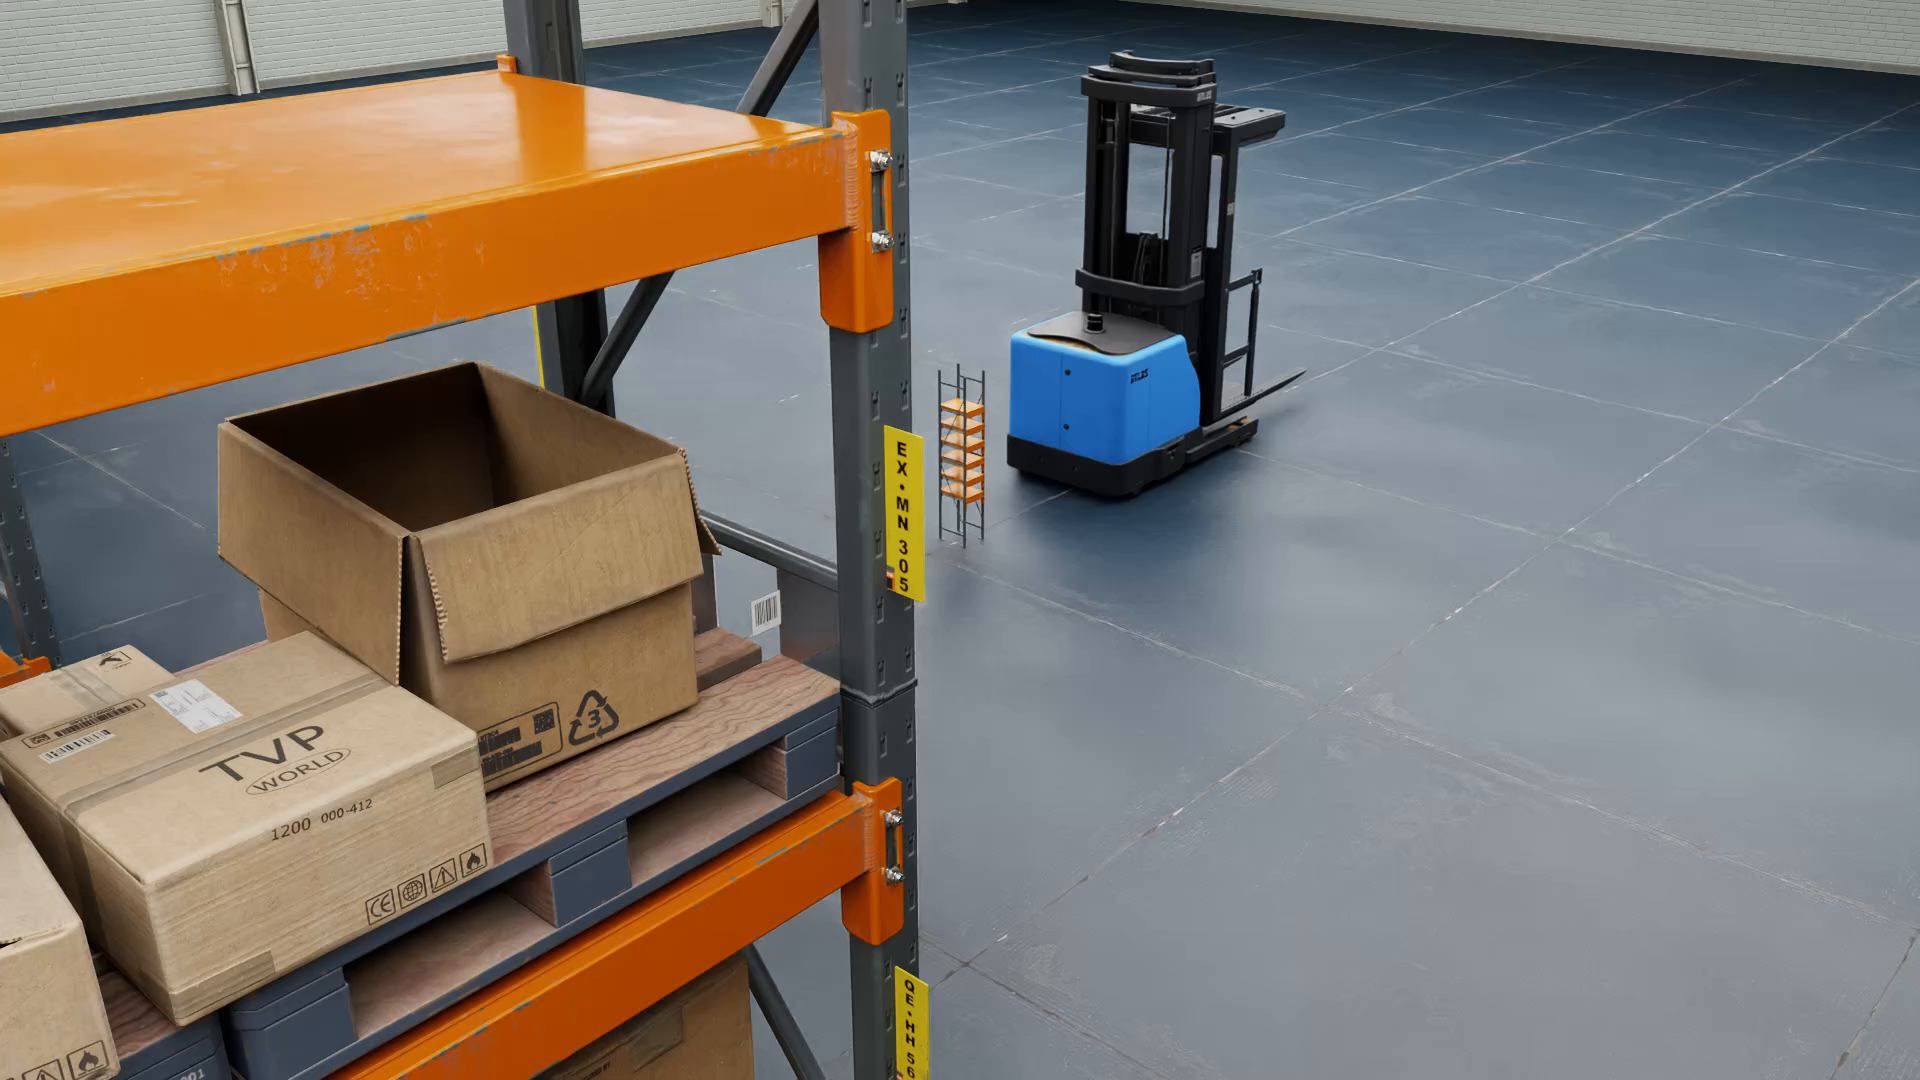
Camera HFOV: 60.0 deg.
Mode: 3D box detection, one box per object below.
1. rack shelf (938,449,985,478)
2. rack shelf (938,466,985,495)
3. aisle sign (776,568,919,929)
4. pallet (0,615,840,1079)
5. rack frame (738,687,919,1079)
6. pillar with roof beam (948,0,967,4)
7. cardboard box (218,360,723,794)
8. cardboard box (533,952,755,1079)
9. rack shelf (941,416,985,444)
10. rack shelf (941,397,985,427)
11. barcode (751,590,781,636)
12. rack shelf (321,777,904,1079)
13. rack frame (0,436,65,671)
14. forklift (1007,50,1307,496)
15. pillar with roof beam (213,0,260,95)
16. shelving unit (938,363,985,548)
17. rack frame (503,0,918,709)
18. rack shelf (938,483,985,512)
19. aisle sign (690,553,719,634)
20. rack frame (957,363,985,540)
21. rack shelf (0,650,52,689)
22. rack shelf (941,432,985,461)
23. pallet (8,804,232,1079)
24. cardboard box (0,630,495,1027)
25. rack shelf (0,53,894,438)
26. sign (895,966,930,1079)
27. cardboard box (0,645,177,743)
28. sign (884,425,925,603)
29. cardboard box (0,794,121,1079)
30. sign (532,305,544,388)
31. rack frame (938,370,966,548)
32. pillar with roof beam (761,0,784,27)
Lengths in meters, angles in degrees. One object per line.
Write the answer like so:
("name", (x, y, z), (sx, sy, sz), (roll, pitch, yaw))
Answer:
("rack shelf", (0.010, -0.511, 11.033), (0.258, 0.103, 0.180), (20, 31, 38))
("rack shelf", (0.010, -0.402, 11.082), (0.258, 0.103, 0.180), (20, 31, 38))
("aisle sign", (-0.236, 0.412, 3.487), (0.394, 0.787, 0.004), (20, 31, 38))
("pallet", (-0.989, 0.418, 3.093), (1.003, 0.211, 1.213), (20, 31, 38))
("rack frame", (-0.498, 1.538, 4.153), (1.000, 3.000, 0.127), (20, 31, 38))
("pillar with roof beam", (3.141, -15.964, 35.856), (9.100, 9.000, 0.400), (20, 31, 38))
("cardboard box", (-0.885, 0.041, 3.016), (0.637, 0.503, 0.797), (-22, 32, -39))
("cardboard box", (-0.855, 1.055, 3.522), (0.700, 0.500, 0.500), (20, 31, 38))
("rack shelf", (0.010, -0.730, 10.934), (0.258, 0.103, 0.180), (20, 31, 38))
("rack shelf", (0.010, -0.840, 10.885), (0.258, 0.103, 0.180), (20, 31, 38))
("barcode", (-0.340, 0.128, 2.922), (0.001, 0.075, 0.075), (20, 31, 38))
("rack shelf", (-1.833, 1.107, 2.328), (1.077, 0.370, 4.000), (20, 31, 38))
("rack frame", (-4.184, 0.184, 7.172), (1.000, 3.000, 0.127), (20, 31, 38))
("forklift", (1.677, -2.175, 12.519), (1.130, 2.935, 3.031), (19, 30, 36))
("pillar with roof beam", (-8.873, -10.480, 23.625), (9.100, 9.000, 0.400), (20, 31, 38))
("shelving unit", (0.010, -0.552, 11.014), (0.258, 1.200, 0.189), (20, 31, 38))
("rack frame", (-0.498, -1.199, 2.926), (1.000, 3.000, 0.127), (20, 31, 38))
("rack shelf", (0.010, -0.292, 11.131), (0.258, 0.103, 0.180), (20, 31, 38))
("aisle sign", (-0.682, 0.248, 3.852), (0.394, 0.787, 0.004), (20, 31, 38))
("rack frame", (0.071, -0.580, 11.077), (0.240, 1.200, 0.006), (20, 31, 38))
("rack shelf", (-5.519, 1.122, 5.960), (1.077, 0.370, 4.000), (20, 31, 38))
("rack shelf", (0.010, -0.621, 10.983), (0.258, 0.103, 0.180), (20, 31, 38))
("pallet", (-1.803, 0.792, 2.260), (1.003, 0.211, 1.213), (20, 31, 38))
("cardboard box", (-1.070, 0.405, 2.512), (0.500, 0.250, 0.500), (20, 31, 38))
("rack shelf", (-1.833, -0.079, 1.796), (1.077, 0.370, 4.000), (20, 31, 38))
("sign", (-0.103, 1.054, 3.528), (0.100, 0.325, 0.005), (20, 31, 38))
("cardboard box", (-1.415, 0.339, 2.784), (0.380, 0.149, 0.250), (20, 31, 38))
("sign", (-0.103, -0.046, 3.035), (0.100, 0.325, 0.005), (20, 31, 38))
("cardboard box", (-1.441, 0.547, 2.122), (0.500, 0.311, 0.500), (-20, 31, -37))
("sign", (-0.907, -0.419, 3.686), (0.100, 0.325, 0.005), (20, 31, 38))
("rack frame", (-0.051, -0.524, 10.952), (0.240, 1.200, 0.006), (20, 31, 38))
("pillar with roof beam", (-0.864, -14.136, 31.779), (9.100, 9.000, 0.400), (20, 31, 38))
